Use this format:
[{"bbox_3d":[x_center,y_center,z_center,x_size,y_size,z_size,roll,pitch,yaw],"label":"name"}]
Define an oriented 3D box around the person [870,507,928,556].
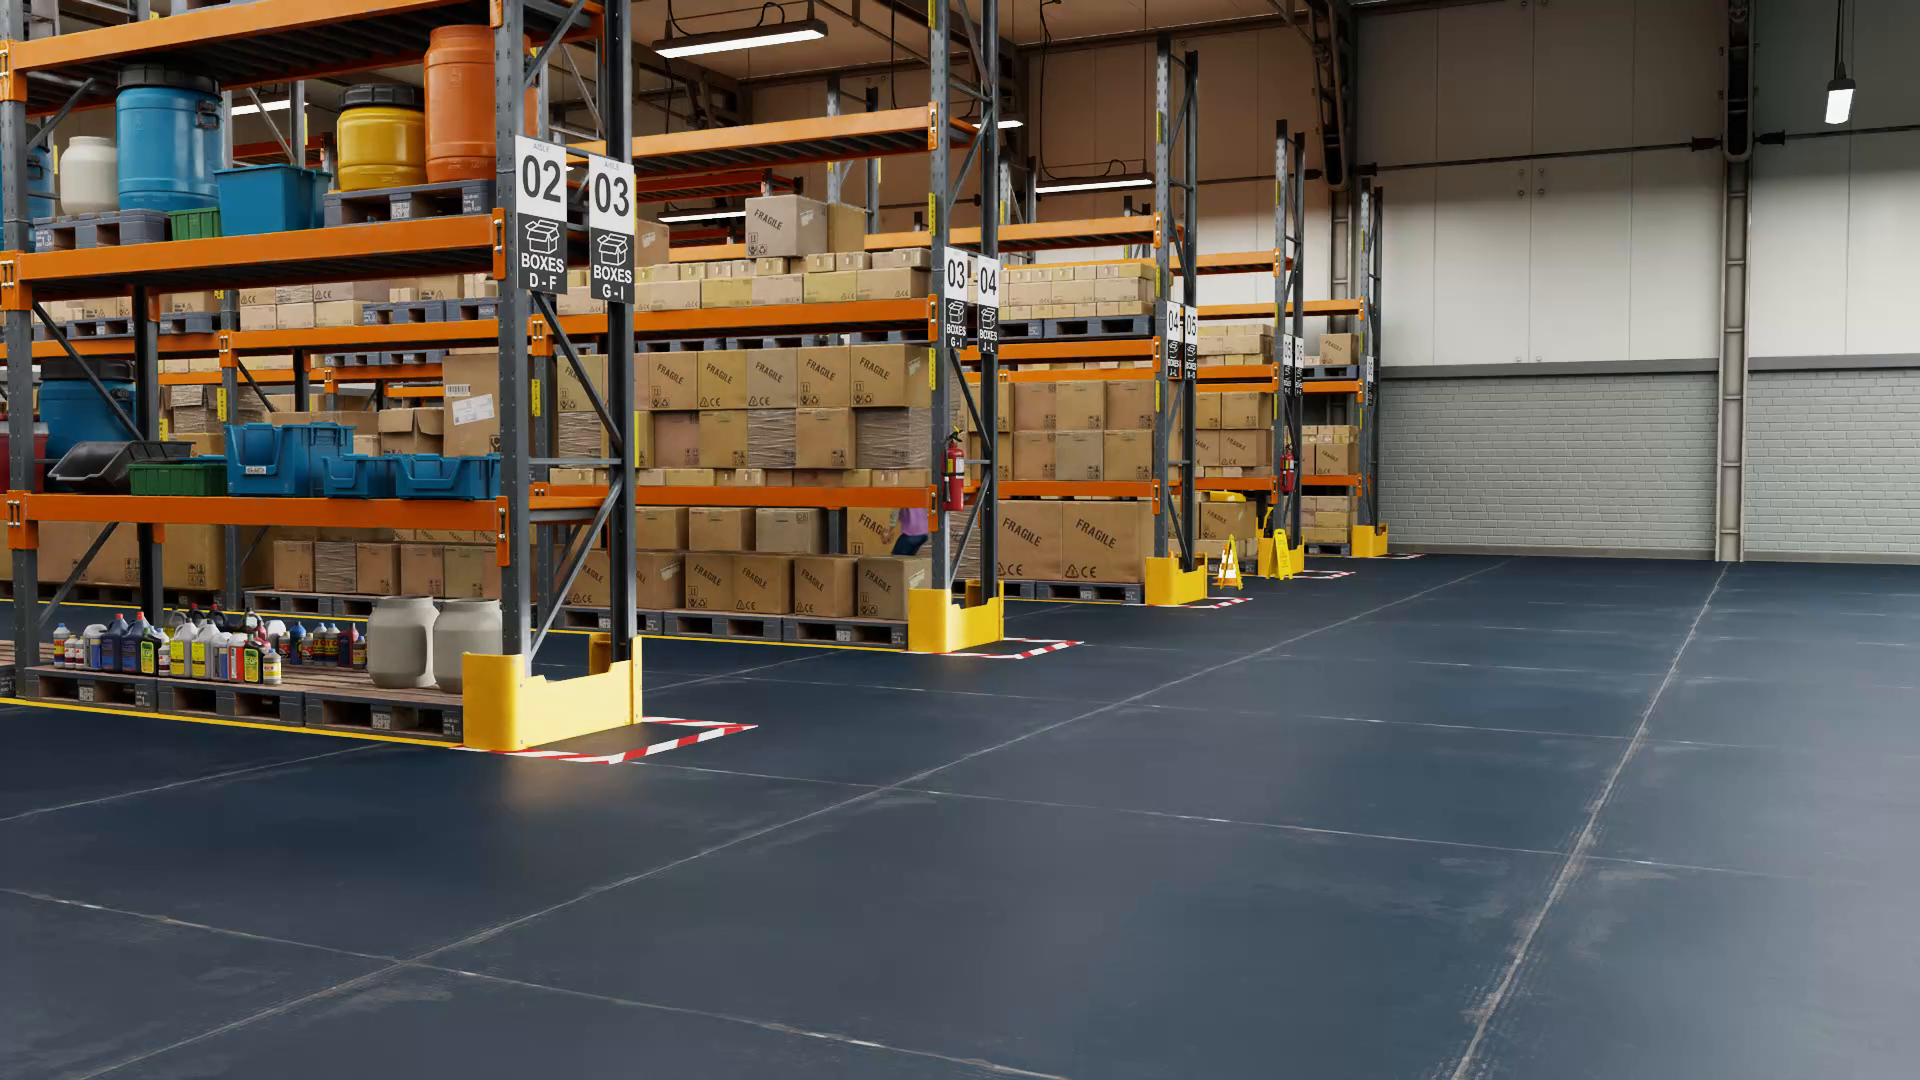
[{"bbox_3d":[-0.709,0.029,17.847,0.779,1.297,0.379,1,3,25],"label":"person"}]
